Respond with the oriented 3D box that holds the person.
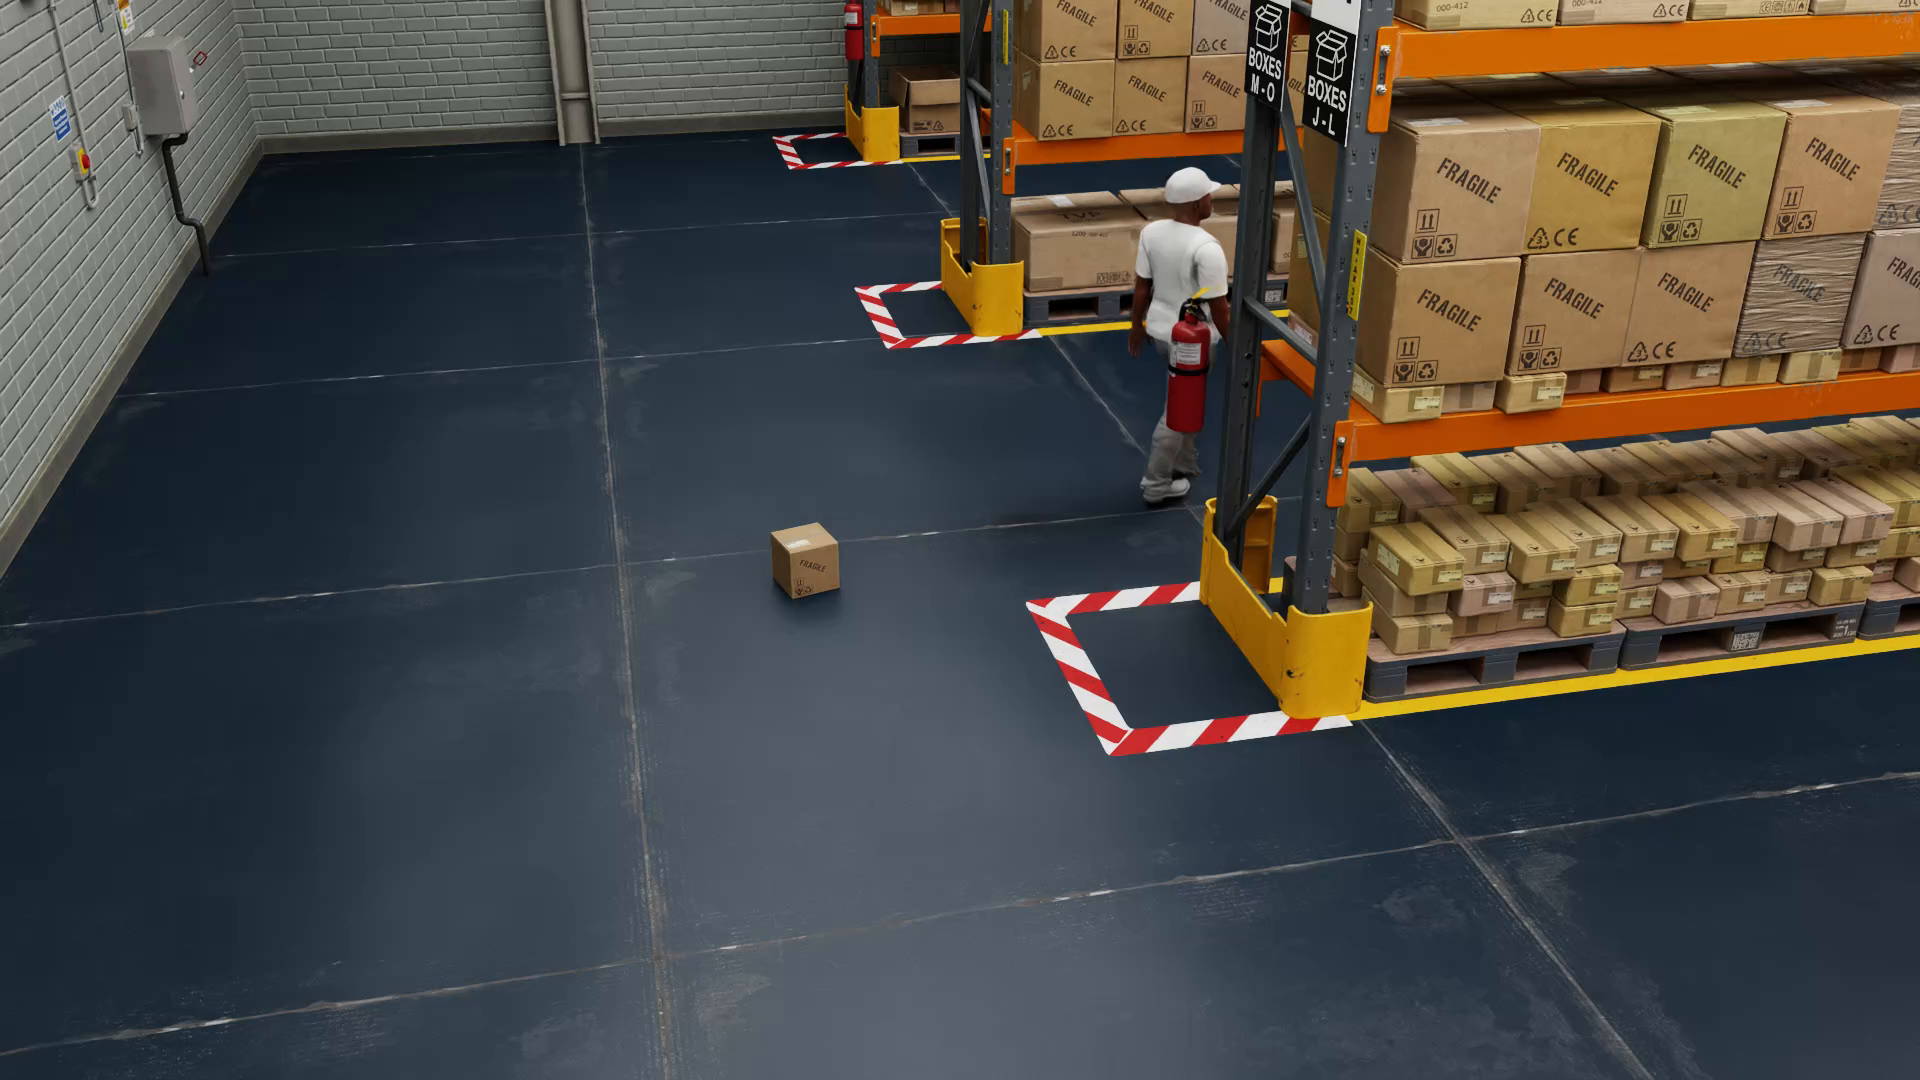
[{"bbox_3d":[1.193,-1.038,8.688,0.607,1.829,0.621,-16,31,-29],"label":"person"}]
